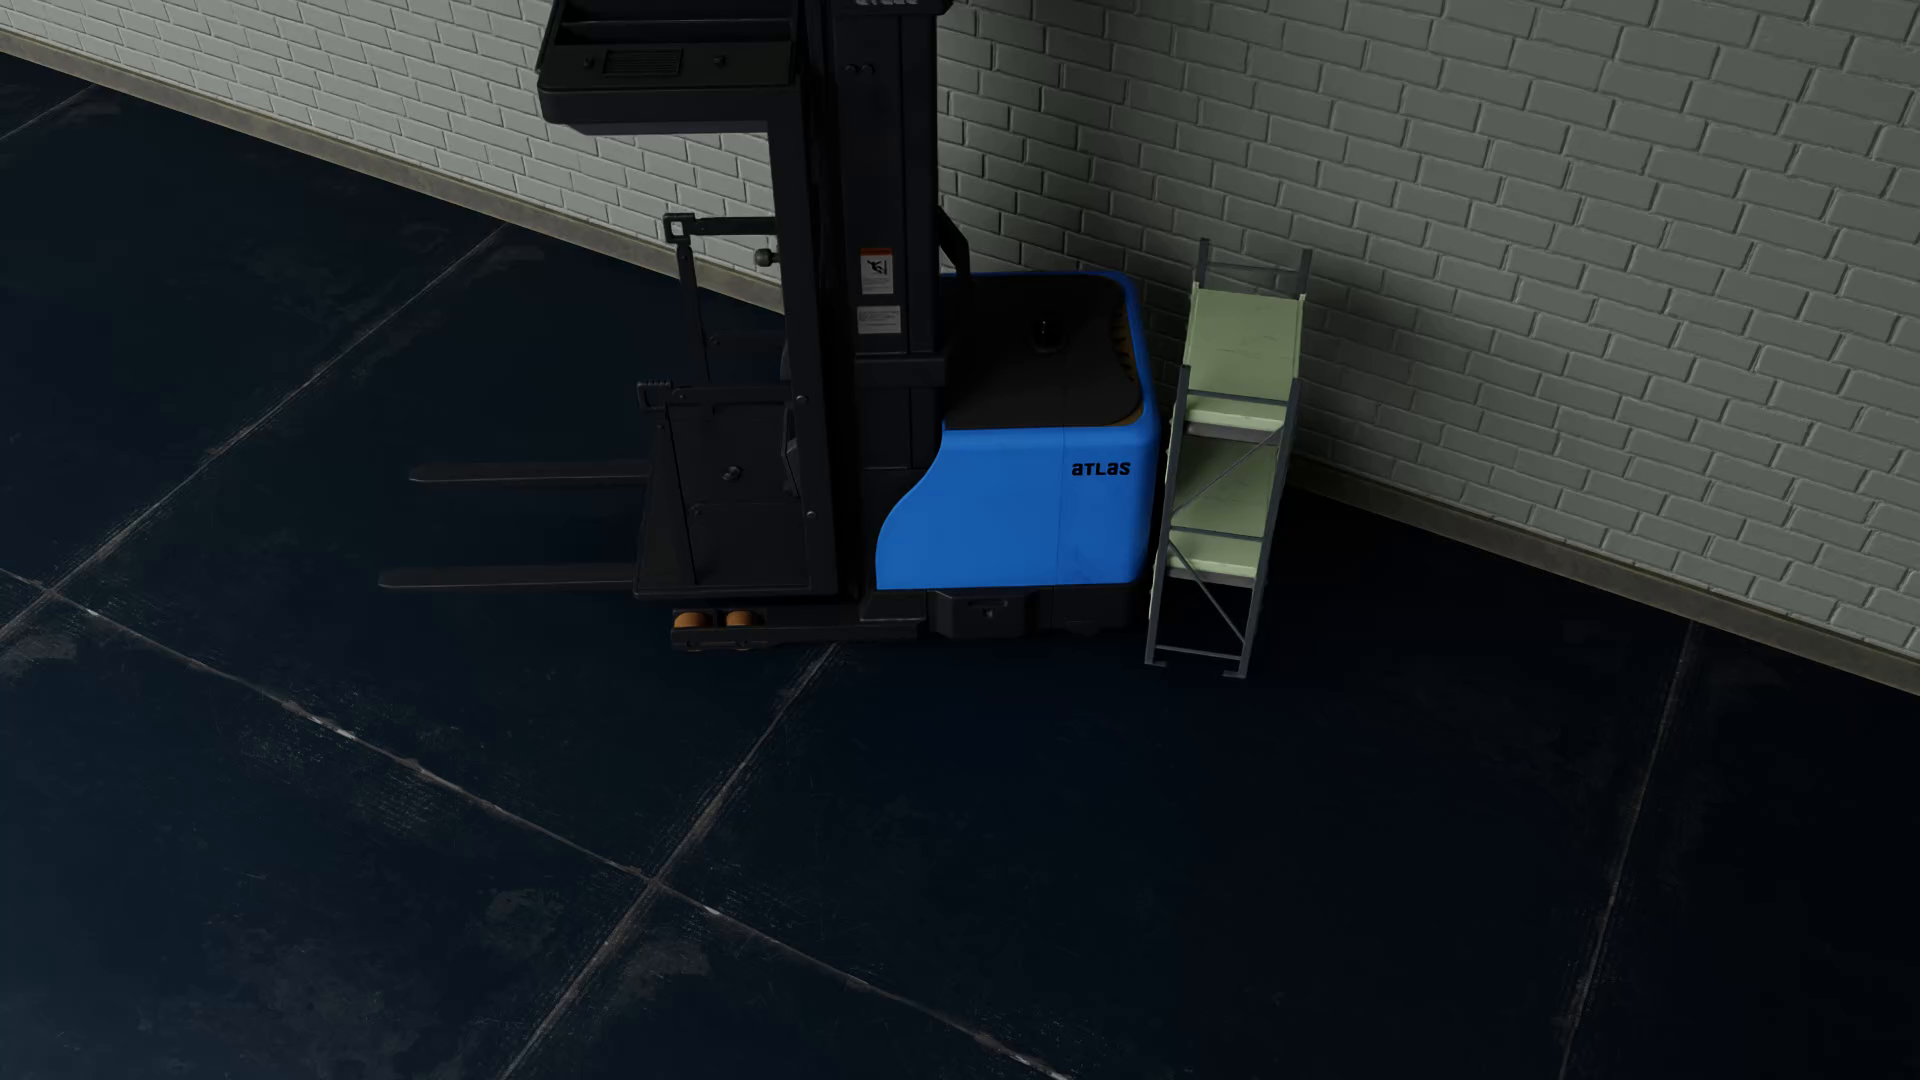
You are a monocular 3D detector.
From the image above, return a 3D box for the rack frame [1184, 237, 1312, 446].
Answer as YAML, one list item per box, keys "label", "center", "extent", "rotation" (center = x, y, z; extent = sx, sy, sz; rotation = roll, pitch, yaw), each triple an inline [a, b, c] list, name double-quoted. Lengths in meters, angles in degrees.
- label: "rack frame"
  center: [1.062, -0.530, 6.499]
  extent: [0.400, 1.500, 0.023]
  rotation: [8, 46, 8]

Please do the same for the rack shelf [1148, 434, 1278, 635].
- label: "rack shelf"
  center: [0.992, -0.046, 6.479]
  extent: [0.431, 0.370, 0.720]
  rotation: [8, 46, 8]

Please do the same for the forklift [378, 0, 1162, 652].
- label: "forklift"
  center: [-0.791, -0.972, 5.930]
  extent: [3.031, 2.935, 1.130]
  rotation: [-1, 45, -1]

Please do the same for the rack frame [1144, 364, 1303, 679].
- label: "rack frame"
  center: [0.923, -0.019, 5.994]
  extent: [0.400, 1.500, 0.023]
  rotation: [8, 46, 8]

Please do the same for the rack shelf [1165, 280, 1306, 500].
- label: "rack shelf"
  center: [0.993, -0.549, 5.969]
  extent: [0.431, 0.370, 0.720]
  rotation: [8, 46, 8]

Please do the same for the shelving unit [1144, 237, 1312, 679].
- label: "shelving unit"
  center: [0.993, -0.275, 6.247]
  extent: [0.431, 1.500, 0.755]
  rotation: [8, 46, 8]
